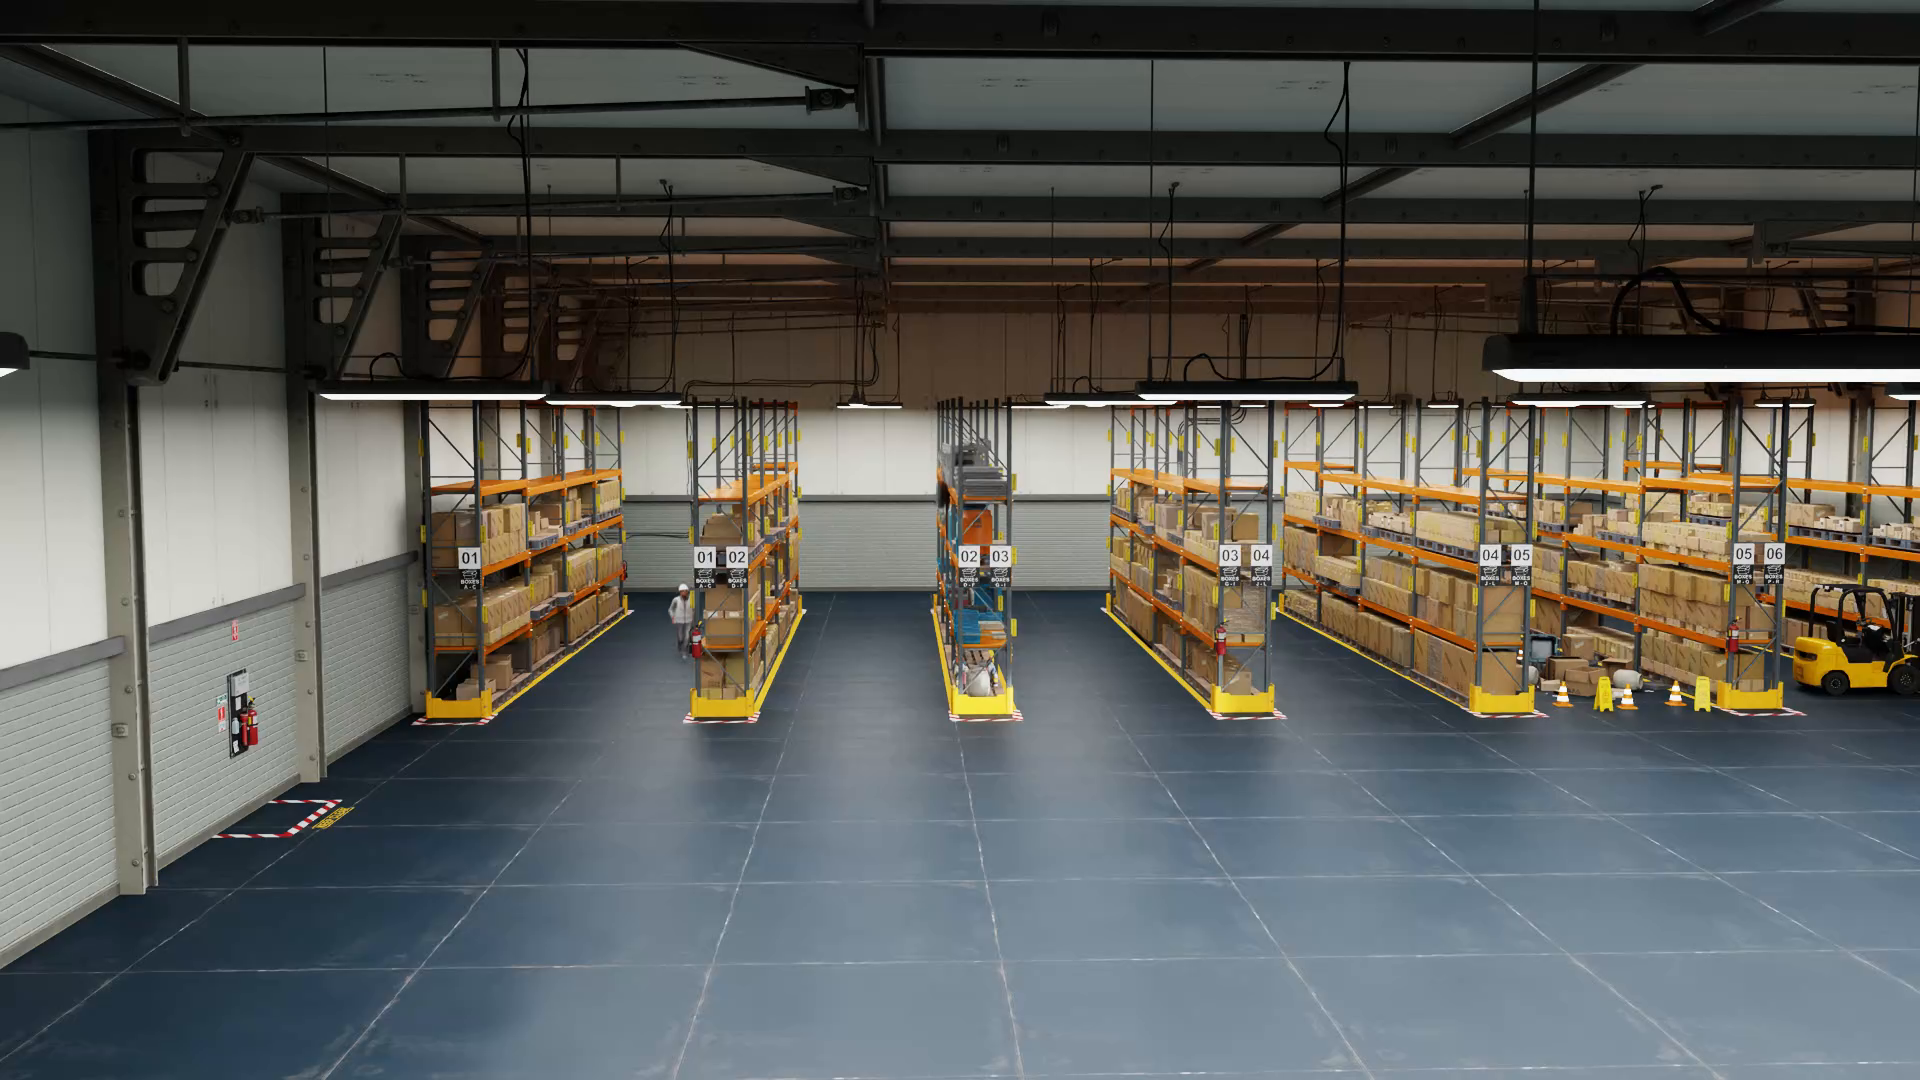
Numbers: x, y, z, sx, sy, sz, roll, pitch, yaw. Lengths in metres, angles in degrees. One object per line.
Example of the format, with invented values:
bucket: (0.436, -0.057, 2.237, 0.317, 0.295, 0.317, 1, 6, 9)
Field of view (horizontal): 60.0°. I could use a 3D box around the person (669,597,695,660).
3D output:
person: (-6.424, 2.012, 38.662, 0.673, 1.491, 0.622, -1, 5, -15)
